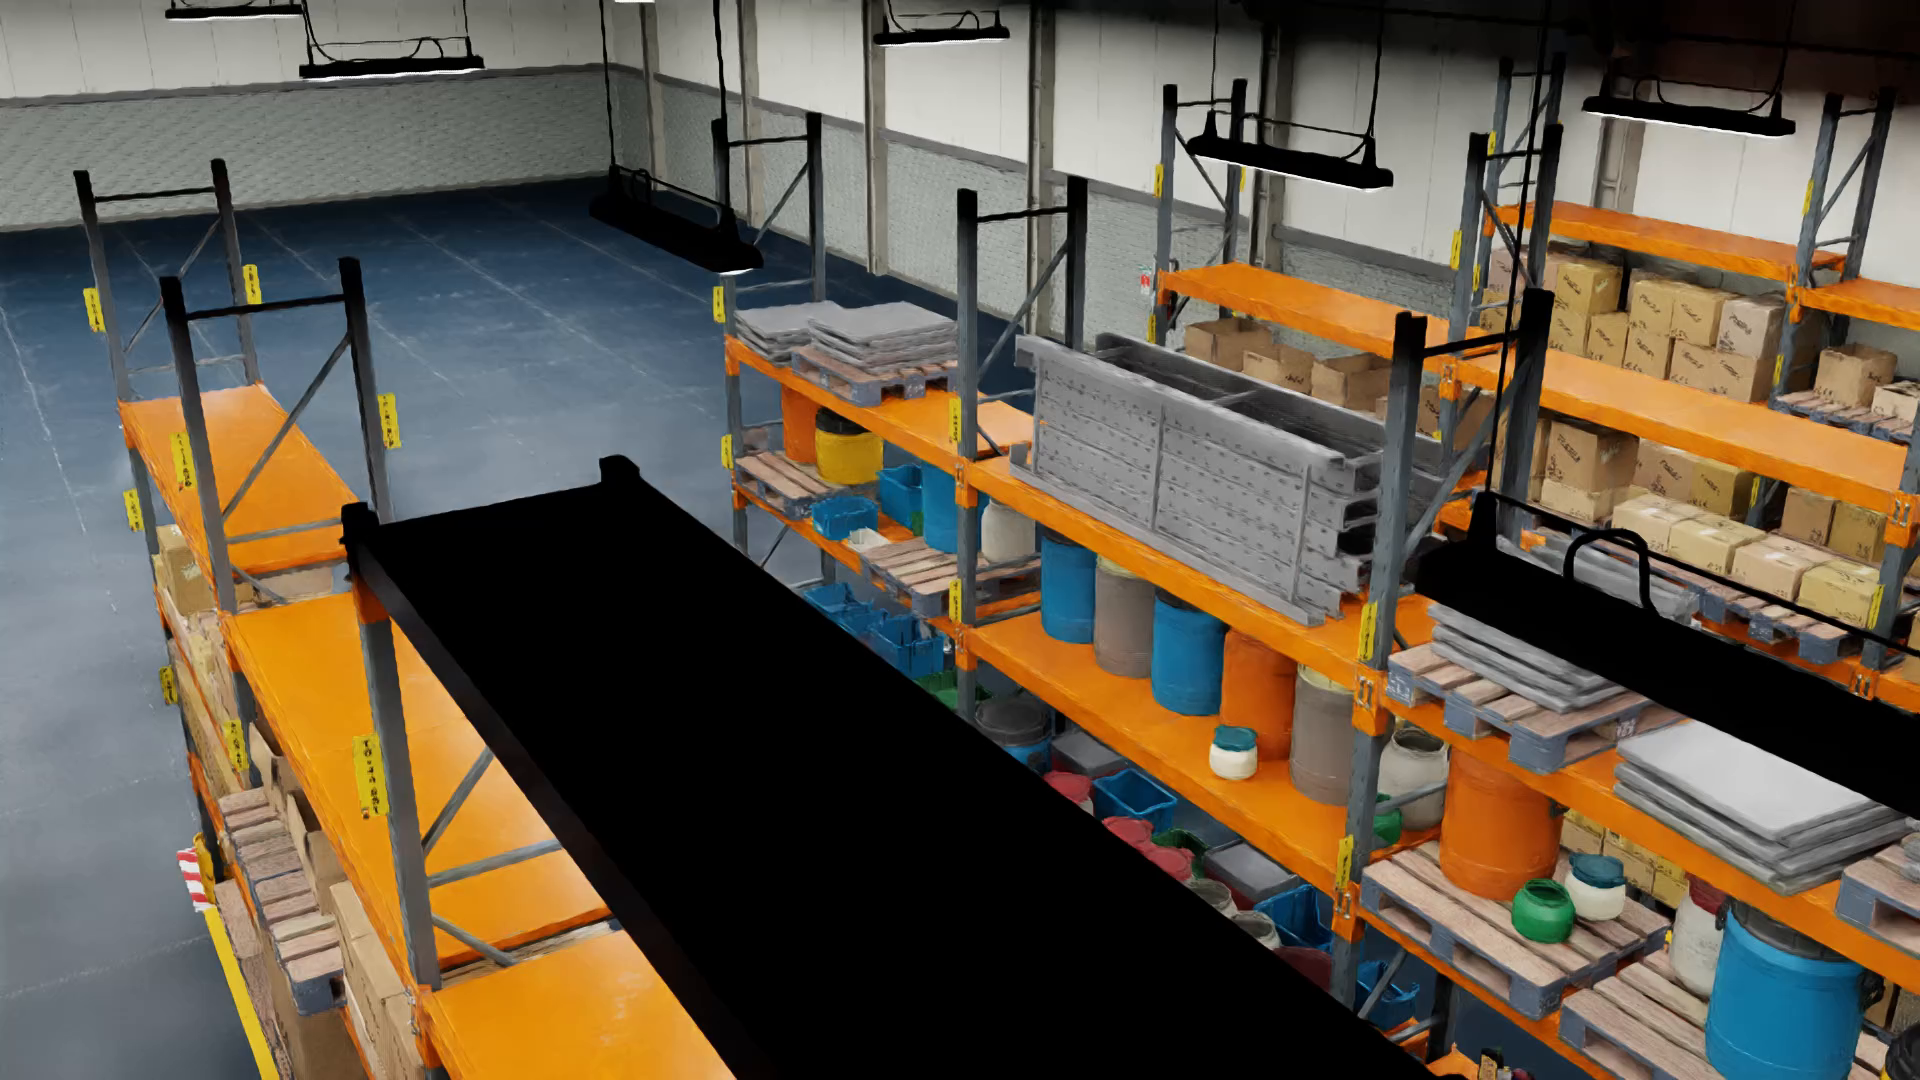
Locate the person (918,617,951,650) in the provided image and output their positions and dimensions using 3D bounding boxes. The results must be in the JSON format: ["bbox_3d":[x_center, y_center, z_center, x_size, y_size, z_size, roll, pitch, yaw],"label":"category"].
[{"bbox_3d":[-0.344,0.533,18.015,0.566,1.541,0.519,-14,26,-31],"label":"person"}]
